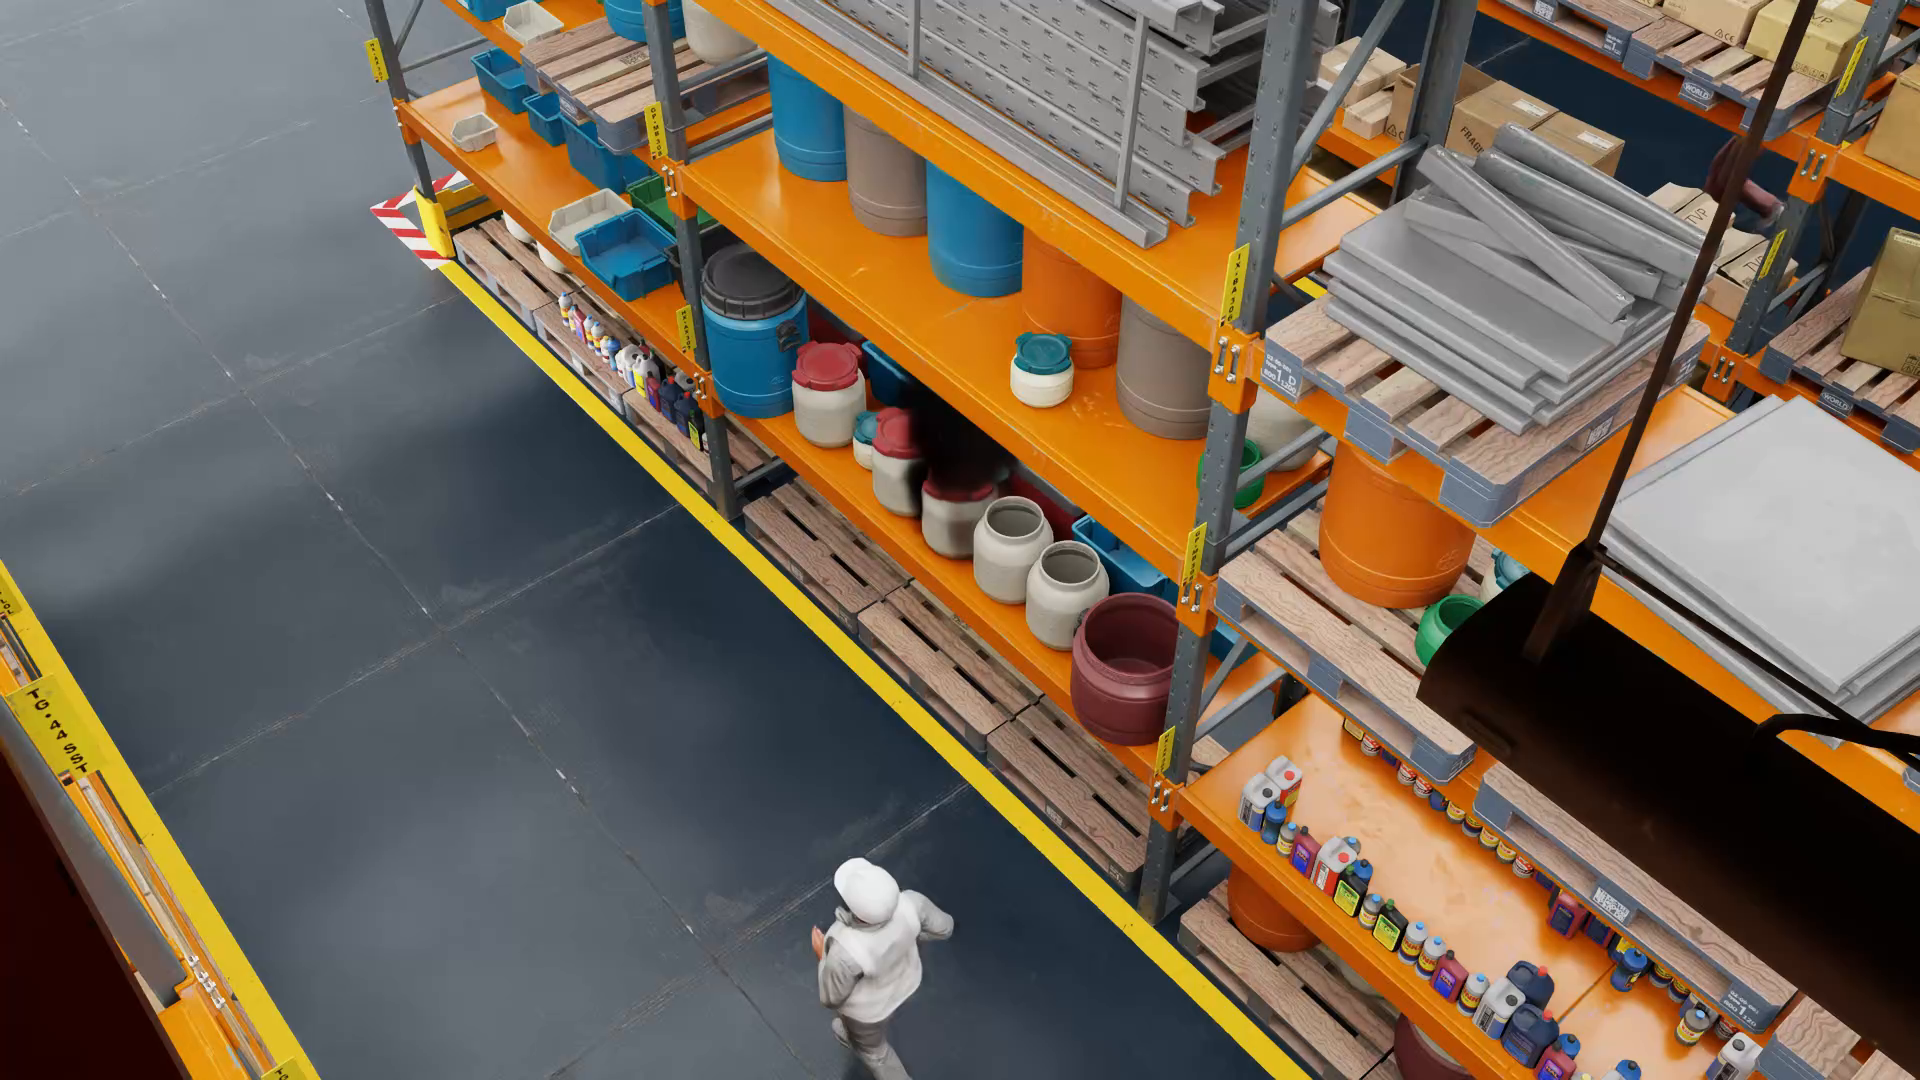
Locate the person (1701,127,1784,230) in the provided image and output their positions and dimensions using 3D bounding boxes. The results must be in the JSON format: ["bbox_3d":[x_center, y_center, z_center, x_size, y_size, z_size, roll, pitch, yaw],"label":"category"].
[{"bbox_3d":[6.153,-3.062,12.771,0.804,1.657,0.579,32,54,27],"label":"person"}]

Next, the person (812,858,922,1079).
[{"bbox_3d":[-0.353,1.985,7.497,0.758,1.805,0.526,35,56,28],"label":"person"}]
